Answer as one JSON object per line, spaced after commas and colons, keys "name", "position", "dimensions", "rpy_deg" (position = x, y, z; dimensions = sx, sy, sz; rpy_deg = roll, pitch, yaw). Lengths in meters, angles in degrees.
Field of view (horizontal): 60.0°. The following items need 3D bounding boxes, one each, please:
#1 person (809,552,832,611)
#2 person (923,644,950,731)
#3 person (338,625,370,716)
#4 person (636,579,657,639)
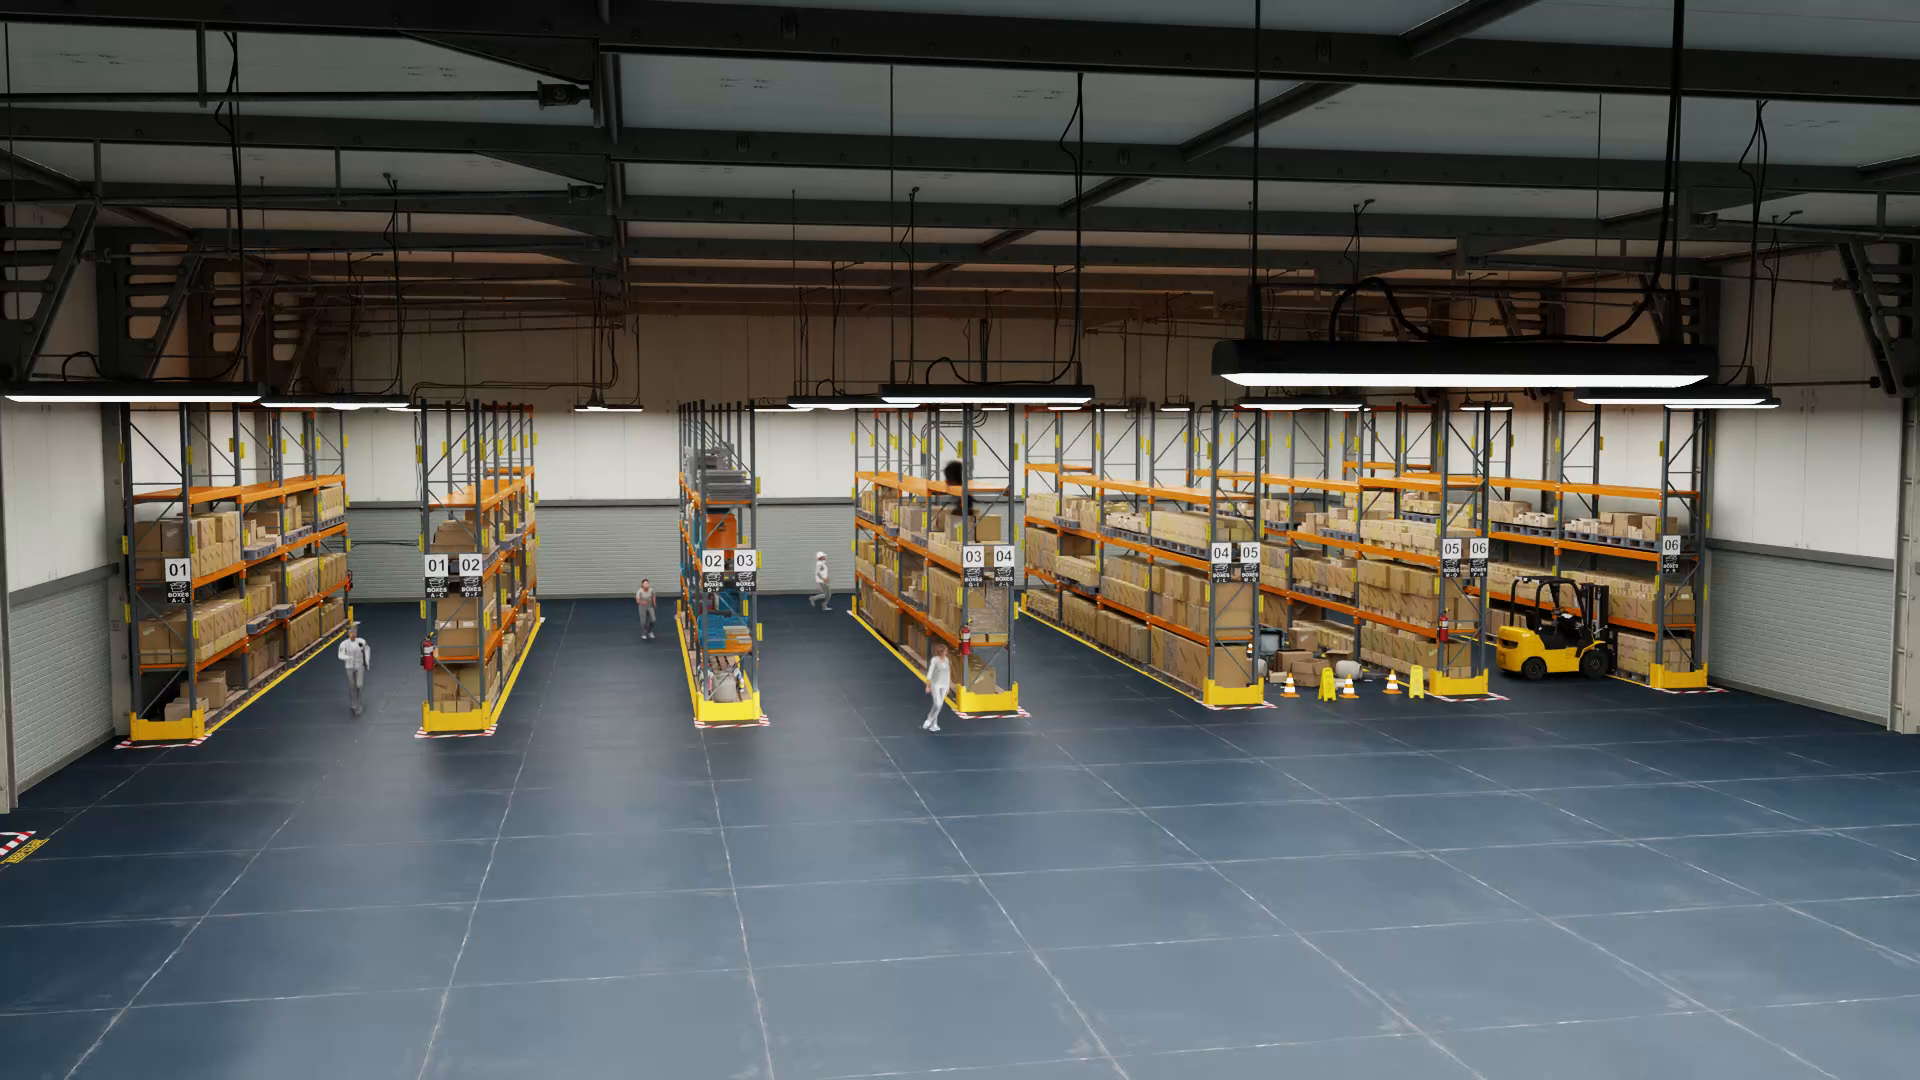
{"name": "person", "position": [-4.070, 1.209, 48.471], "dimensions": [0.689, 1.737, 0.668], "rpy_deg": [0, 4, -6]}
{"name": "person", "position": [-0.404, 2.657, 29.951], "dimensions": [0.493, 1.583, 0.431], "rpy_deg": [-4, 6, -40]}
{"name": "person", "position": [-11.593, 2.483, 31.823], "dimensions": [0.549, 1.738, 0.812], "rpy_deg": [-1, 4, -16]}
{"name": "person", "position": [-7.938, 1.756, 42.145], "dimensions": [0.565, 1.565, 0.856], "rpy_deg": [-2, 5, -20]}
